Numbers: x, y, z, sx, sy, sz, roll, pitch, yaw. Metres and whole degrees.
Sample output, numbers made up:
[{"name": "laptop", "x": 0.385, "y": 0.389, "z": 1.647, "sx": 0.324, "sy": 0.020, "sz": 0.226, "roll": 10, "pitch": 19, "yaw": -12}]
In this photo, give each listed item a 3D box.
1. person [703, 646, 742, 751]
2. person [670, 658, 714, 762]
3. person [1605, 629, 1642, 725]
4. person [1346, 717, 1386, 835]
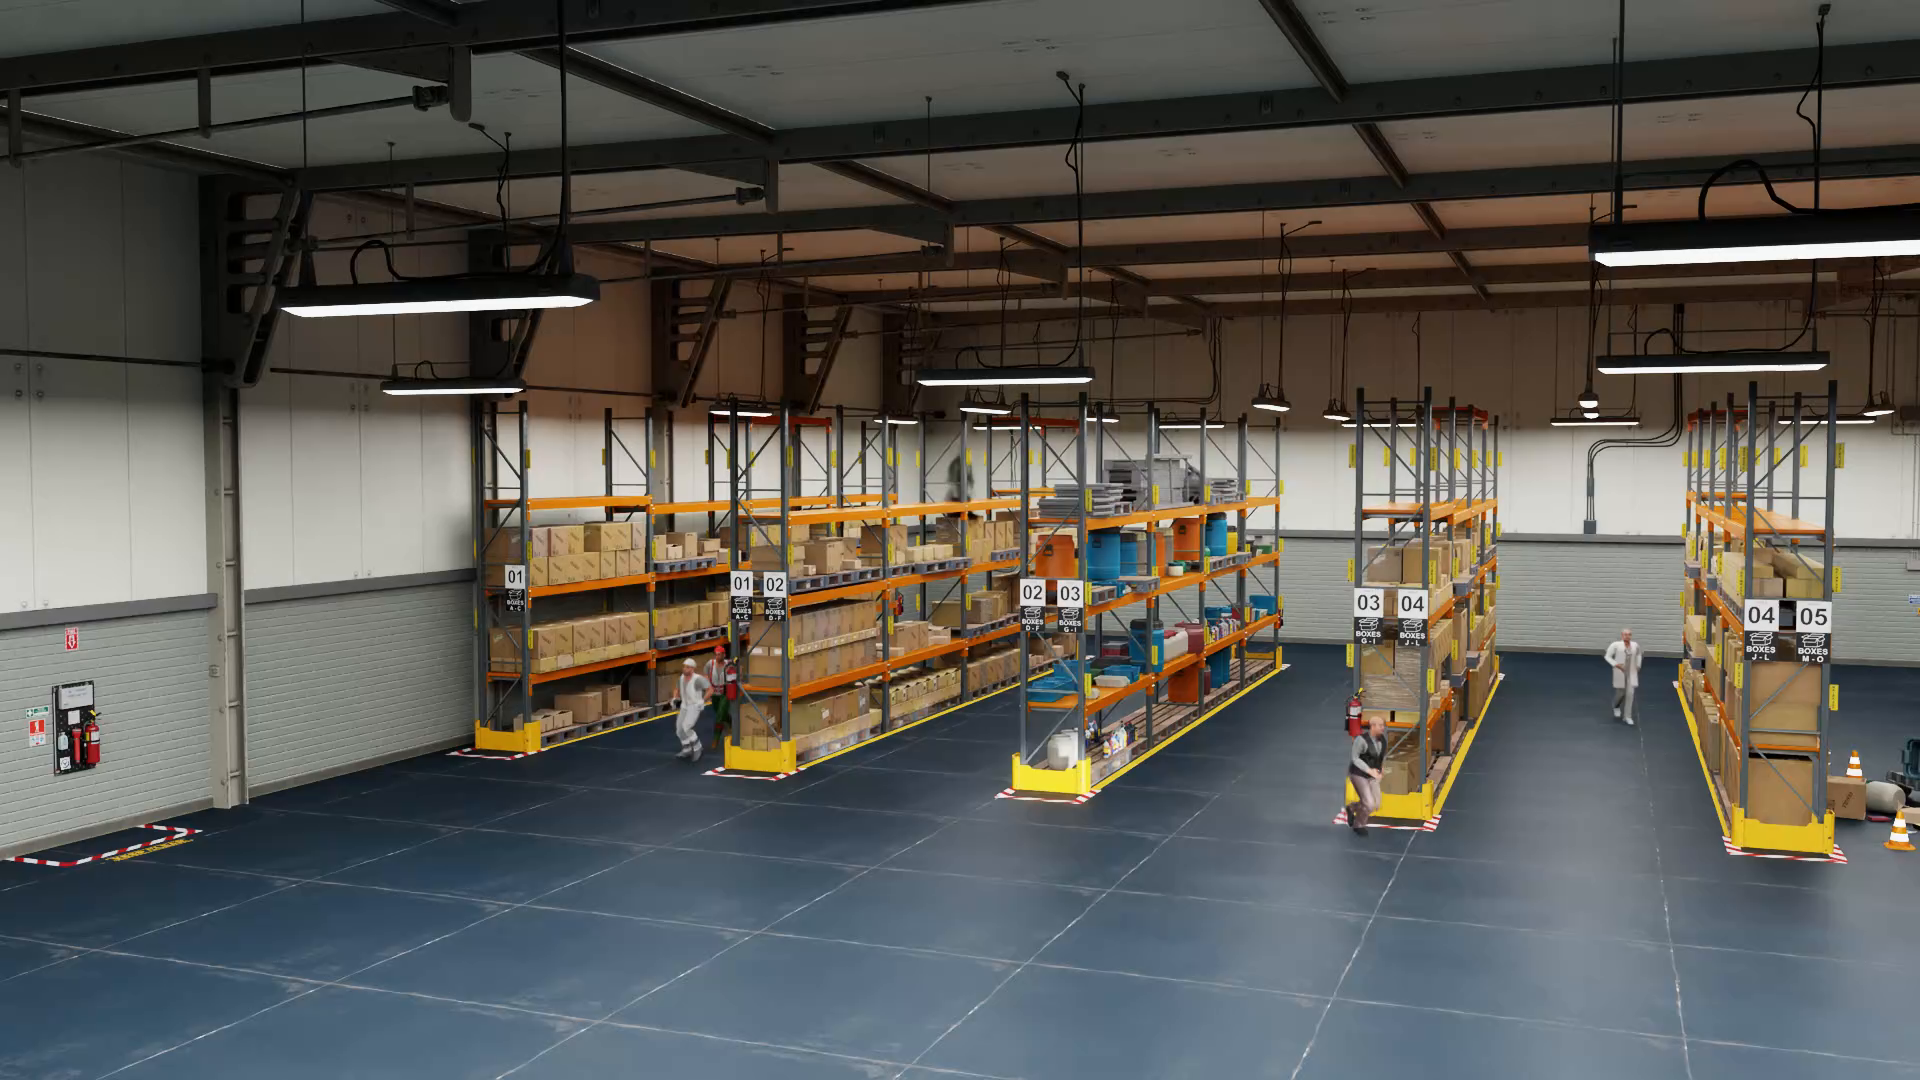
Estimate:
[{"name": "person", "x": -4.153, "y": 2.708, "z": 29.095, "sx": 0.658, "sy": 1.773, "sz": 1.135, "roll": 1, "pitch": 3, "yaw": 13}, {"name": "person", "x": -4.480, "y": 2.803, "z": 27.561, "sx": 0.749, "sy": 1.694, "sz": 0.677, "roll": 2, "pitch": 3, "yaw": 29}, {"name": "person", "x": 12.653, "y": 2.579, "z": 31.686, "sx": 0.713, "sy": 1.776, "sz": 0.955, "roll": 0, "pitch": 3, "yaw": 8}, {"name": "person", "x": 5.406, "y": 3.116, "z": 22.112, "sx": 0.666, "sy": 1.590, "sz": 0.713, "roll": -2, "pitch": 3, "yaw": -34}]
